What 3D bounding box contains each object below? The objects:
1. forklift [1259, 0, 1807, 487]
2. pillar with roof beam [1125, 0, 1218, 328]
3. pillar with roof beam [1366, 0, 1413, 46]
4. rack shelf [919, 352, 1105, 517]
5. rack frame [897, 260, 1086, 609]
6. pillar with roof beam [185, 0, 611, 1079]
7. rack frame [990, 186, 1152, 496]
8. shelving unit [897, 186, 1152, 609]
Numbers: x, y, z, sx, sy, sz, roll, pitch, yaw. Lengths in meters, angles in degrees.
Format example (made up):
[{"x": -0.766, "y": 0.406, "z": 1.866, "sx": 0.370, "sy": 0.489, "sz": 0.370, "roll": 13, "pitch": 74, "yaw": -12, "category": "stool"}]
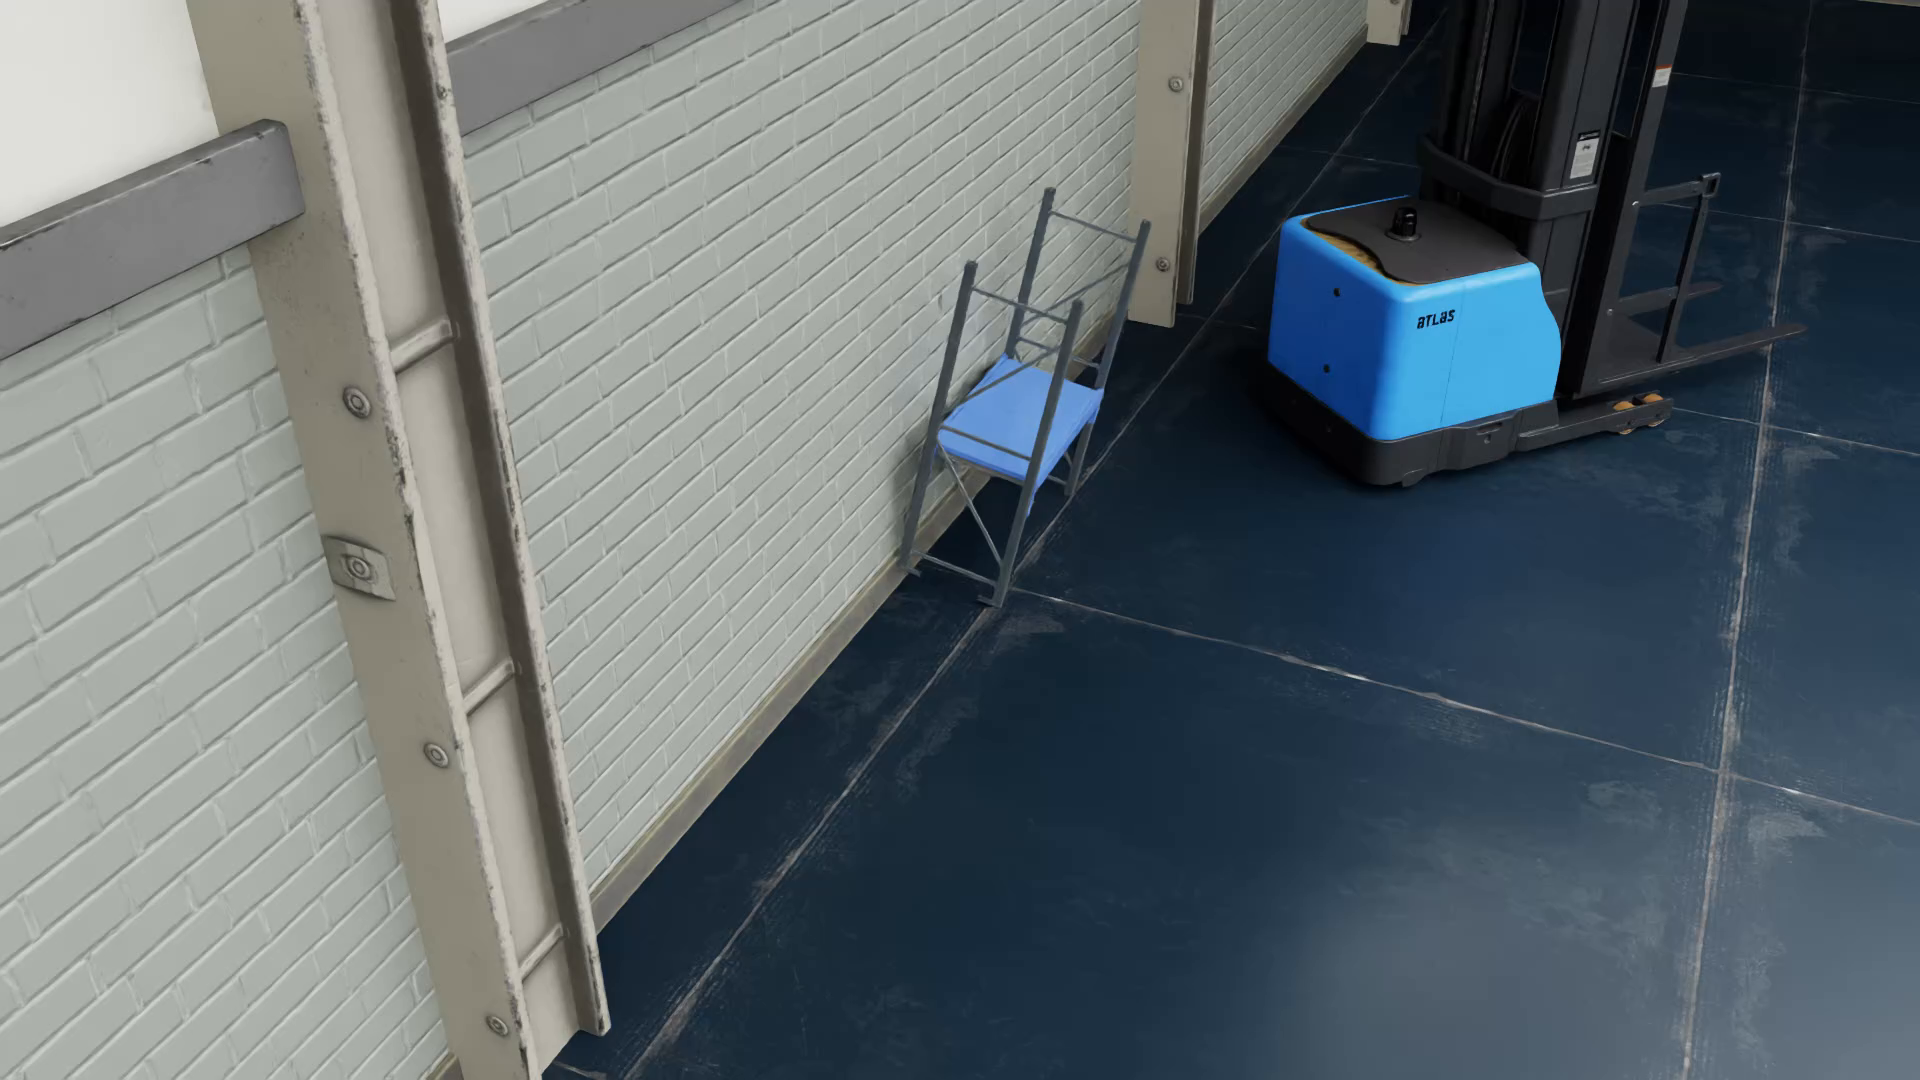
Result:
[{"x": 3.134, "y": -2.019, "z": 8.157, "sx": 3.031, "sy": 2.935, "sz": 1.130, "roll": -14, "pitch": 36, "yaw": -21, "category": "forklift"}, {"x": 5.077, "y": -4.137, "z": 5.853, "sx": 9.100, "sy": 9.000, "sz": 0.400, "roll": 14, "pitch": 36, "yaw": 20, "category": "pillar with roof beam"}, {"x": 7.587, "y": -7.125, "z": 10.410, "sx": 9.100, "sy": 9.000, "sz": 0.400, "roll": 14, "pitch": 36, "yaw": 20, "category": "pillar with roof beam"}, {"x": 0.246, "y": -0.492, "z": 7.445, "sx": 0.538, "sy": 0.185, "sz": 1.000, "roll": 21, "pitch": 34, "yaw": 11, "category": "rack shelf"}, {"x": 0.104, "y": -0.404, "z": 6.932, "sx": 0.500, "sy": 1.500, "sz": 0.032, "roll": 21, "pitch": 34, "yaw": 11, "category": "rack frame"}, {"x": 2.567, "y": -1.149, "z": 1.295, "sx": 9.100, "sy": 9.000, "sz": 0.400, "roll": 14, "pitch": 36, "yaw": 20, "category": "pillar with roof beam"}, {"x": 0.461, "y": -0.872, "z": 7.761, "sx": 0.500, "sy": 1.500, "sz": 0.032, "roll": 21, "pitch": 34, "yaw": 11, "category": "rack frame"}, {"x": 0.282, "y": -0.638, "z": 7.347, "sx": 0.538, "sy": 1.500, "sz": 1.048, "roll": 21, "pitch": 34, "yaw": 11, "category": "shelving unit"}]
